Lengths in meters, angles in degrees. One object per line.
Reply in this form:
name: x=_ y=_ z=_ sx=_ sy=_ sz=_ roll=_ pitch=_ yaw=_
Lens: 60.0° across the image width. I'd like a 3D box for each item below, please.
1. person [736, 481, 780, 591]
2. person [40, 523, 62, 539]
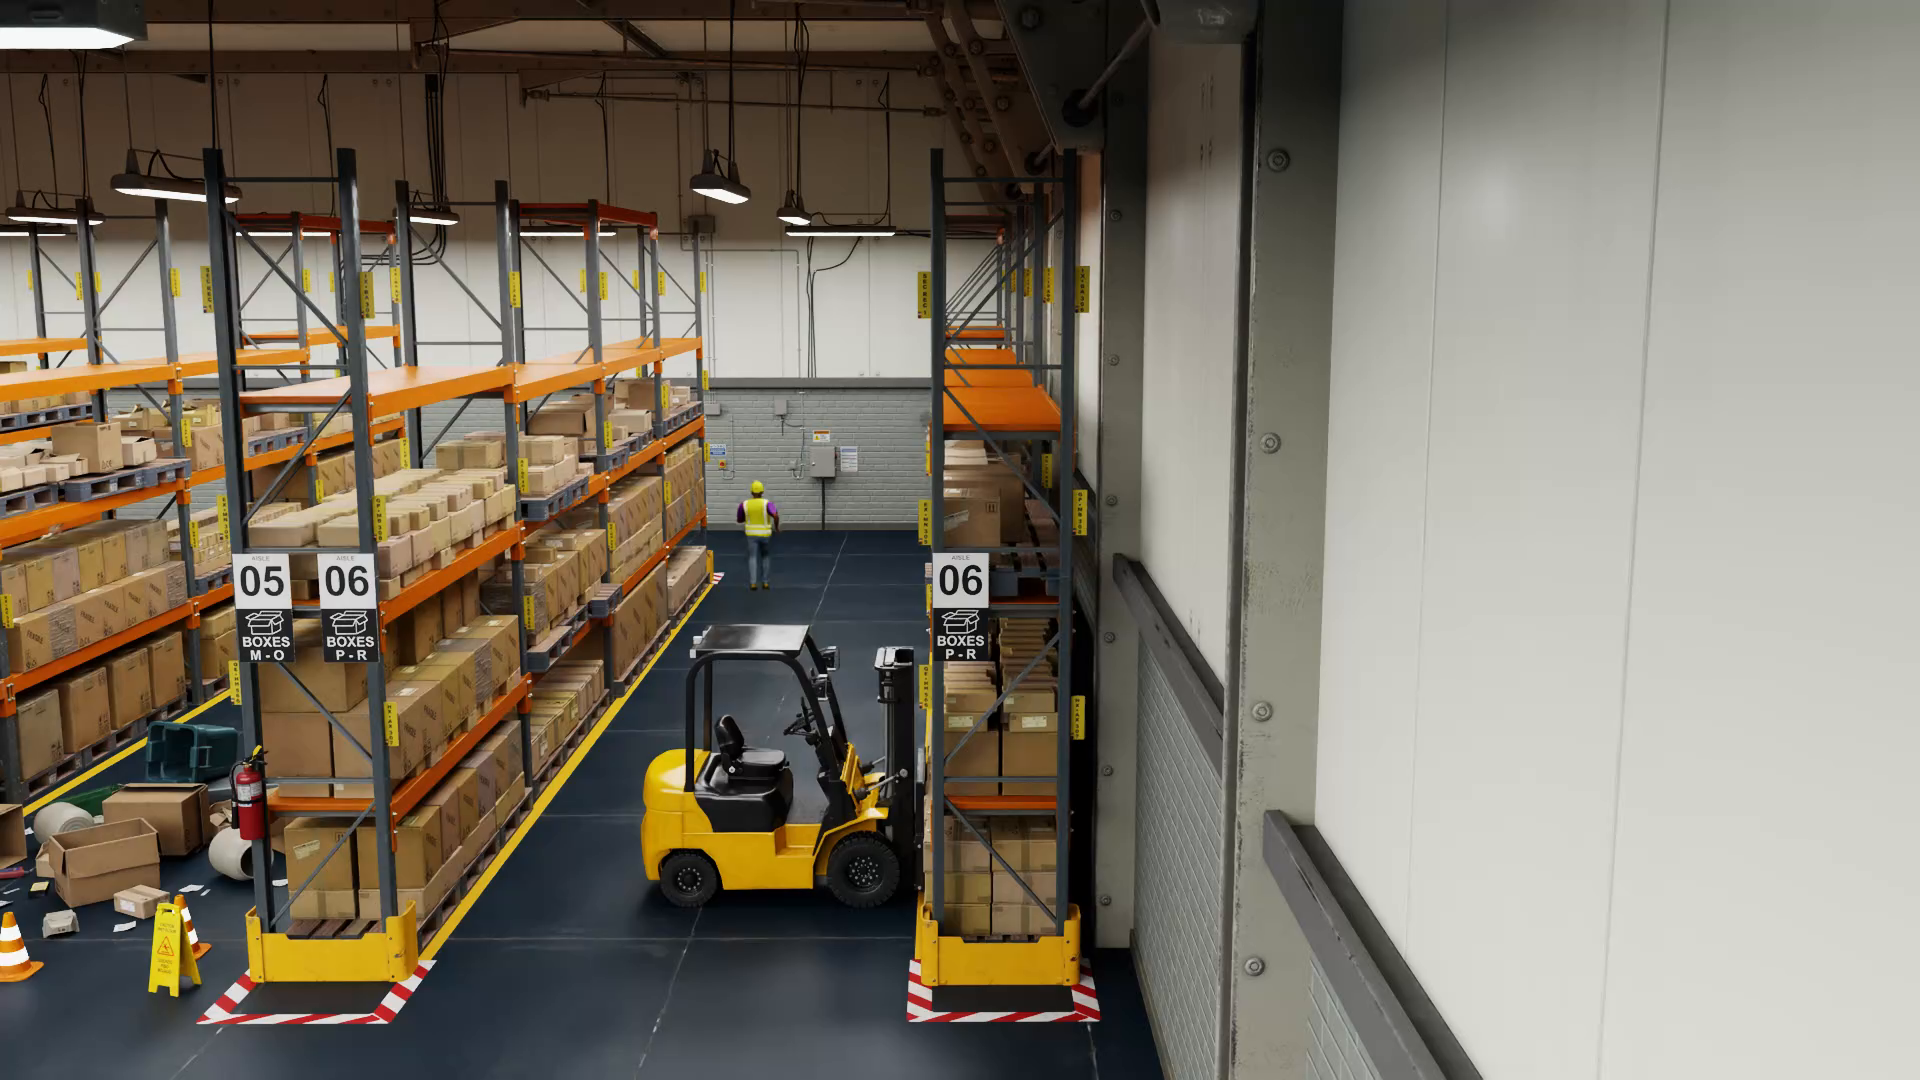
person: x=-3.194 y=-0.039 z=26.349 sx=0.686 sy=1.800 sz=0.876 roll=-1 pitch=9 yaw=-5
person: x=-12.783 y=0.533 z=23.620 sx=0.664 sy=1.790 sz=0.944 roll=-1 pitch=9 yaw=-7
